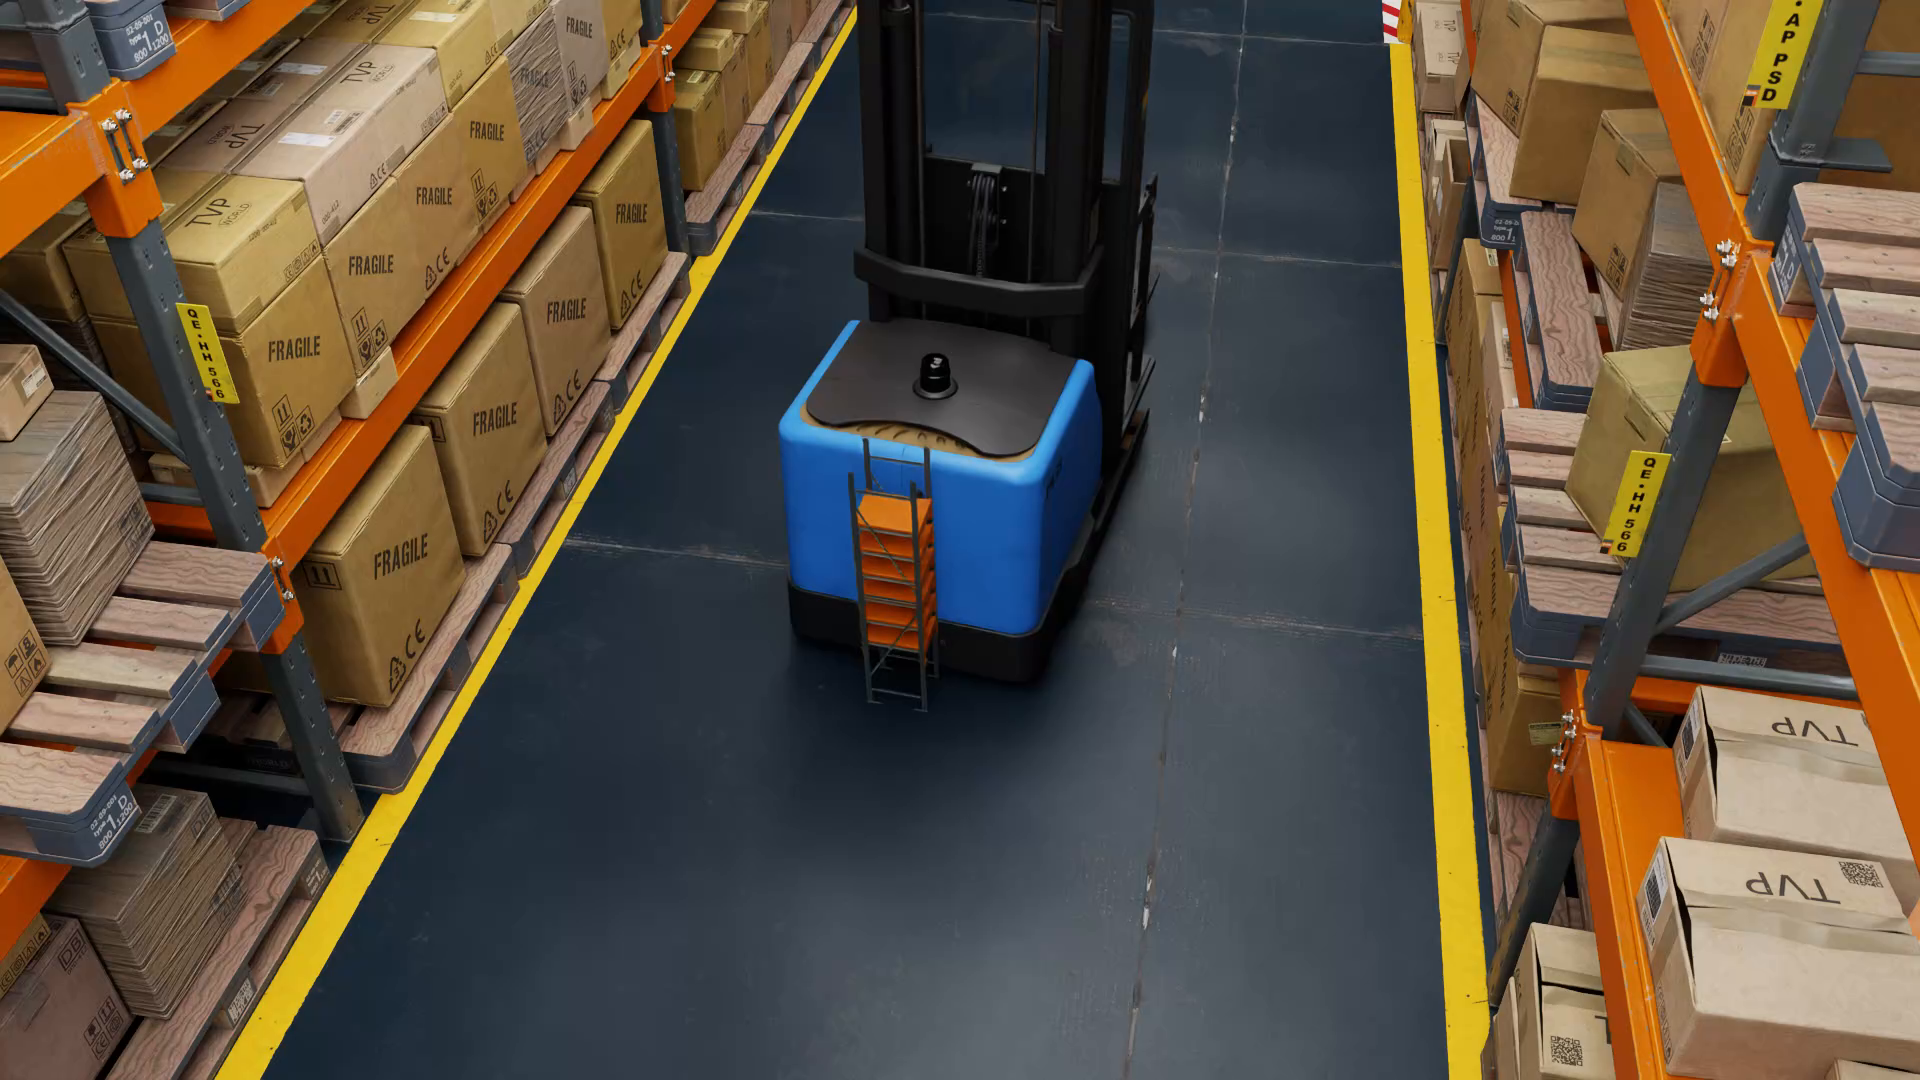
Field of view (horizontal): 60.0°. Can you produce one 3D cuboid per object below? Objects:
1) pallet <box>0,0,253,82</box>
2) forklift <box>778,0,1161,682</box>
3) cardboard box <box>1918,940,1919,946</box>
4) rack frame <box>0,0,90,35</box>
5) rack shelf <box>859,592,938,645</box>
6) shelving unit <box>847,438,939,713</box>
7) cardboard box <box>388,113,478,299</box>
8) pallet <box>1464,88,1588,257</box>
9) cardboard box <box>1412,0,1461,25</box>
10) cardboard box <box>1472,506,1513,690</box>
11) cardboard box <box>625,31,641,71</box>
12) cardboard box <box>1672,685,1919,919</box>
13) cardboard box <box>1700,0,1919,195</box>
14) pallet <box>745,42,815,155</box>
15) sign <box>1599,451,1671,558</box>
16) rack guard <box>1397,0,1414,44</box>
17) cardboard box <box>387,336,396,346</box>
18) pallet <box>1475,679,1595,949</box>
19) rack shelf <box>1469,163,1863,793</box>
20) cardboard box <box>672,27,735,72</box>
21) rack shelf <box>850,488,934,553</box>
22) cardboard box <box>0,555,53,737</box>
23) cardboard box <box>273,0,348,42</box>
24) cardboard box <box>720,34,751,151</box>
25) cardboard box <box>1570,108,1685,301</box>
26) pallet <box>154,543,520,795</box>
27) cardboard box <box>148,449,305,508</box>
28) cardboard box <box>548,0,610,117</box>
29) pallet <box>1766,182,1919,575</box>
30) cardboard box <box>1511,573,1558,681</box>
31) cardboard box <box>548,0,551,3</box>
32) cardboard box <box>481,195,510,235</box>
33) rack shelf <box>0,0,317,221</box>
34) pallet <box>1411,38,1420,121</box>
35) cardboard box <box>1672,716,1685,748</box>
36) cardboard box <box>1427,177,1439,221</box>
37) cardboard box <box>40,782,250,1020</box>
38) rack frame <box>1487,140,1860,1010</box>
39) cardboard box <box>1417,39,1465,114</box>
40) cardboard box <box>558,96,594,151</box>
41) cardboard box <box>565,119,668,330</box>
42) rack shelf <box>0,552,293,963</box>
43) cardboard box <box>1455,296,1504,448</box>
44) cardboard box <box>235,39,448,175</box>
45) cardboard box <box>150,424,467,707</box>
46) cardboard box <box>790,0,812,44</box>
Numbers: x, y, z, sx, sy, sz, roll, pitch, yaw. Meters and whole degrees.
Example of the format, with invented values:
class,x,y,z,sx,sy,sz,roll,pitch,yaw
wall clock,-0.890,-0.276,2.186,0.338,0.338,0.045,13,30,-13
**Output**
class,x,y,z,sx,sy,sz,roll,pitch,yaw
pallet,-2.596,-1.654,4.691,1.213,0.211,1.003,8,40,10
forklift,0.250,-1.524,6.794,1.130,2.935,3.031,12,41,14
cardboard box,2.340,1.075,3.793,0.380,0.149,0.250,6,40,8
rack frame,-2.656,-2.473,3.179,1.000,3.000,0.127,6,40,8
rack shelf,-0.229,0.275,6.224,0.258,0.103,0.180,9,45,11
shelving unit,-0.232,0.157,6.110,0.258,1.200,0.189,9,45,11
cardboard box,-2.133,-1.237,6.065,0.500,0.500,0.500,6,40,7
pallet,2.670,-1.564,6.938,1.003,0.211,1.213,6,40,8
cardboard box,3.197,-3.483,11.001,0.380,0.149,0.250,6,40,8
cardboard box,2.244,0.239,6.223,0.500,0.500,0.500,5,40,6
cardboard box,-1.743,-2.339,7.906,0.380,0.149,0.250,7,40,8
cardboard box,2.118,0.641,4.191,0.500,0.311,0.500,9,40,10
cardboard box,2.266,-1.089,3.781,0.910,0.500,0.500,6,40,8
pallet,-1.546,-2.833,10.511,1.003,0.211,1.213,6,40,8
sign,1.688,-0.086,4.154,0.100,0.325,0.005,6,40,8
rack guard,3.595,-3.626,11.244,1.175,0.500,0.348,6,40,8
cardboard box,-2.267,-0.739,5.971,0.380,0.149,0.250,6,40,7
pallet,2.390,0.993,5.883,1.003,0.211,1.213,6,40,8
rack shelf,2.570,-0.595,6.180,1.077,0.370,4.000,6,40,8
cardboard box,-1.494,-2.772,9.372,0.380,0.149,0.250,8,40,9
rack shelf,-0.238,-0.070,5.890,0.258,0.103,0.180,9,45,11
cardboard box,-2.797,0.281,4.132,0.700,0.500,0.500,3,40,3
cardboard box,-2.560,-1.890,6.265,0.500,0.250,0.500,6,40,7
cardboard box,-1.643,-2.642,9.724,0.700,0.500,0.500,6,40,7
cardboard box,2.671,-1.212,5.954,0.700,0.500,0.500,-3,40,-4
pallet,-2.445,0.427,6.567,1.003,0.211,1.213,6,40,8
cardboard box,-2.371,-0.253,5.383,0.380,0.149,0.250,6,40,7
cardboard box,-1.874,-2.193,7.221,0.500,0.500,0.500,7,40,8
pallet,2.195,-0.264,3.010,1.213,0.211,1.003,8,40,10
cardboard box,2.160,0.239,5.634,0.500,0.250,0.500,8,40,9
cardboard box,-1.890,-2.480,6.979,0.500,0.250,0.500,7,40,9
cardboard box,-2.063,-1.381,6.747,0.380,0.149,0.250,8,40,9
rack shelf,-2.310,-2.295,5.882,1.077,0.370,4.000,6,40,8
pallet,3.458,-3.015,10.731,1.003,0.211,1.213,6,40,8
cardboard box,2.584,0.923,5.396,0.500,0.500,0.500,8,40,10
cardboard box,2.741,-1.829,9.000,0.380,0.149,0.250,6,40,8
cardboard box,-2.729,1.091,5.193,0.700,0.500,0.500,7,40,8
rack frame,2.224,0.383,4.433,1.000,3.000,0.127,6,40,8
cardboard box,3.062,-2.810,10.107,0.500,0.250,0.500,6,40,8
cardboard box,-1.841,-1.848,7.312,0.380,0.149,0.250,6,40,8
cardboard box,-1.948,-1.582,8.167,0.750,0.750,0.750,7,40,8
rack shelf,-3.002,1.372,3.801,1.077,0.370,4.000,6,40,8
cardboard box,2.511,-0.721,7.384,0.500,0.500,0.500,7,40,8
cardboard box,-2.148,-1.519,5.817,0.500,0.250,0.500,7,40,8
cardboard box,-2.399,0.059,6.182,0.750,0.750,0.750,6,40,7
cardboard box,-1.380,-3.616,10.901,0.700,0.500,0.500,6,40,8
